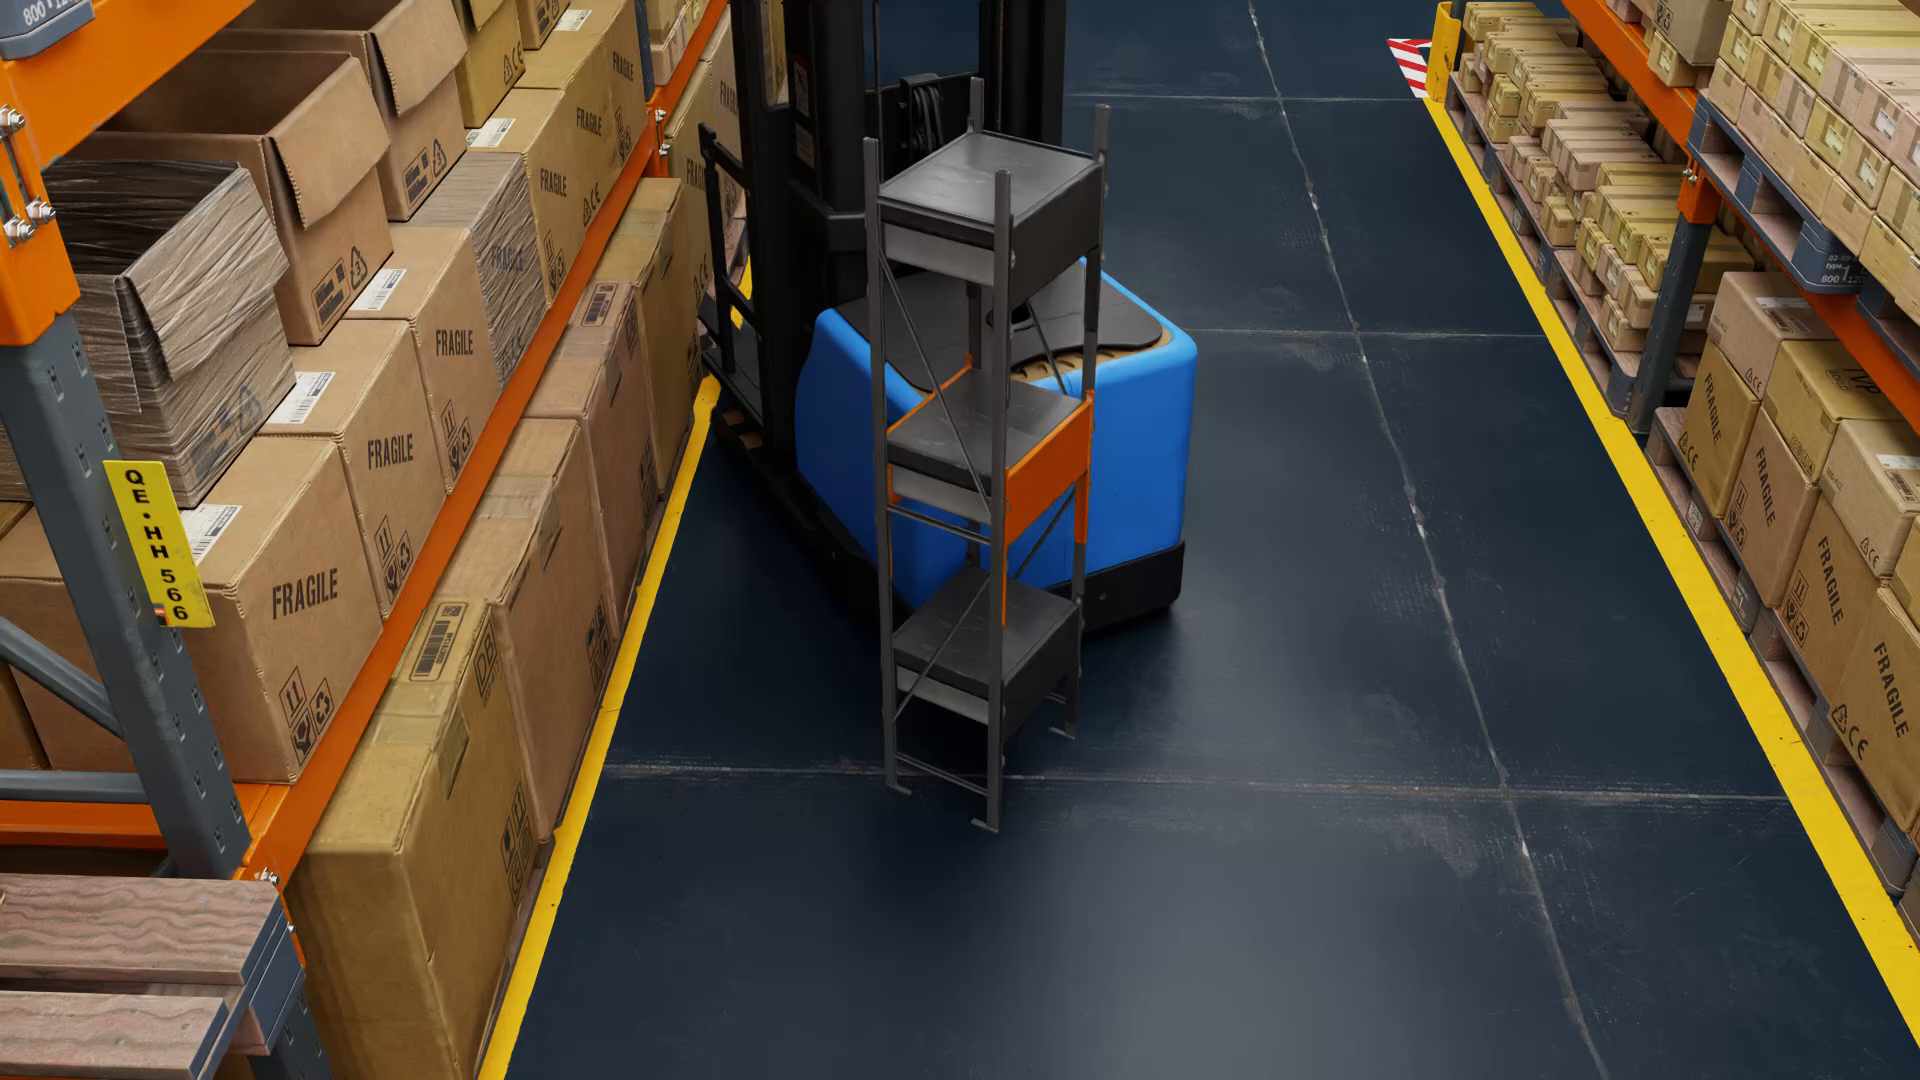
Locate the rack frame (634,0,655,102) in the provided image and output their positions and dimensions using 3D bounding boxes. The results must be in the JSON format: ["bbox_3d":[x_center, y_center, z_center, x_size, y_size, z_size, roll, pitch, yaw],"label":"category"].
[{"bbox_3d":[-1.676,-1.853,6.278,1.000,3.000,0.127,1,35,2],"label":"rack frame"}]

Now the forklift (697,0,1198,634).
[{"bbox_3d":[-0.351,-1.571,5.937,1.130,2.935,3.031,-17,38,-22],"label":"forklift"}]

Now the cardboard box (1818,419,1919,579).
[{"bbox_3d":[2.938,-0.119,4.967,0.500,0.250,0.500,3,35,4],"label":"cardboard box"}]

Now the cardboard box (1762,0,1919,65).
[{"bbox_3d":[2.795,-1.617,5.277,0.380,0.149,0.250,2,35,3],"label":"cardboard box"}]

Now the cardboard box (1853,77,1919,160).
[{"bbox_3d":[2.760,-1.179,4.655,0.380,0.149,0.250,1,35,1],"label":"cardboard box"}]

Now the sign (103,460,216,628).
[{"bbox_3d":[-1.294,0.011,2.687,0.100,0.325,0.005,1,35,2],"label":"sign"}]

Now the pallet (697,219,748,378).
[{"bbox_3d":[-1.568,-1.147,7.699,1.003,0.211,1.213,1,35,2],"label":"pallet"}]

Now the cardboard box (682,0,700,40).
[{"bbox_3d":[-1.312,-2.215,7.011,0.380,0.149,0.250,2,35,3],"label":"cardboard box"}]

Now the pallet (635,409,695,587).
[{"bbox_3d":[-1.632,-0.267,6.446,1.003,0.211,1.213,1,35,2],"label":"pallet"}]

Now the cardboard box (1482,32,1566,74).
[{"bbox_3d":[3.047,-2.631,8.982,0.380,0.149,0.250,1,35,2],"label":"cardboard box"}]

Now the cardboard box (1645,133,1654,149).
[{"bbox_3d":[3.644,-2.052,8.417,0.380,0.149,0.250,3,35,4],"label":"cardboard box"}]

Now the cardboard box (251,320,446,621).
[{"bbox_3d":[-1.527,-0.165,3.789,0.500,0.500,0.500,0,35,1],"label":"cardboard box"}]

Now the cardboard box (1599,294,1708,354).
[{"bbox_3d":[2.951,-0.919,7.063,0.380,0.149,0.250,2,35,2],"label":"cardboard box"}]

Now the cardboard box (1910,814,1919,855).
[{"bbox_3d":[2.905,0.786,4.331,0.500,0.500,0.500,3,35,4],"label":"cardboard box"}]

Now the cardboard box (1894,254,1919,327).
[{"bbox_3d":[2.740,-0.639,4.403,0.380,0.149,0.250,0,35,0],"label":"cardboard box"}]

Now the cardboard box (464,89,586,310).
[{"bbox_3d":[-1.463,-1.034,5.026,0.500,0.500,0.500,1,35,1],"label":"cardboard box"}]

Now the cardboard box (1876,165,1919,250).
[{"bbox_3d":[2.752,-0.901,4.518,0.380,0.149,0.250,1,35,1],"label":"cardboard box"}]

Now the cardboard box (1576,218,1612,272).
[{"bbox_3d":[2.962,-1.306,7.355,0.380,0.149,0.250,0,35,0],"label":"cardboard box"}]

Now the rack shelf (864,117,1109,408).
[{"bbox_3d":[0.071,-0.719,4.253,0.431,0.518,0.480,19,40,25],"label":"rack shelf"}]

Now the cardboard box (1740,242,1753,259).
[{"bbox_3d":[3.530,-1.156,7.141,0.380,0.149,0.250,2,35,2],"label":"cardboard box"}]

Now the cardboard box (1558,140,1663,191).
[{"bbox_3d":[3.010,-1.735,7.707,0.380,0.149,0.250,0,35,0],"label":"cardboard box"}]

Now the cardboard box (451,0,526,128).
[{"bbox_3d":[-1.733,-1.543,4.877,0.797,0.503,0.637,2,35,2],"label":"cardboard box"}]

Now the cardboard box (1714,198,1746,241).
[{"bbox_3d":[3.528,-1.426,7.266,0.380,0.149,0.250,1,35,1],"label":"cardboard box"}]

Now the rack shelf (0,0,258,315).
[{"bbox_3d":[-1.757,-1.637,3.987,1.077,0.370,4.000,1,35,2],"label":"rack shelf"}]

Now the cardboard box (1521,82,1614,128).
[{"bbox_3d":[3.043,-2.177,8.336,0.380,0.149,0.250,2,35,3],"label":"cardboard box"}]

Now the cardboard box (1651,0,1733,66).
[{"bbox_3d":[3.013,-2.127,6.322,0.500,0.500,0.500,1,35,2],"label":"cardboard box"}]

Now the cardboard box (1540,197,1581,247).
[{"bbox_3d":[2.992,-1.513,7.909,0.380,0.149,0.250,1,35,2],"label":"cardboard box"}]

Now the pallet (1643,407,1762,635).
[{"bbox_3d":[3.246,-0.092,6.197,1.003,0.211,1.213,1,35,2],"label":"pallet"}]

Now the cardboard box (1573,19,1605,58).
[{"bbox_3d":[3.601,-2.774,9.185,0.380,0.149,0.250,2,35,3],"label":"cardboard box"}]

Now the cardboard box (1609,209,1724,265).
[{"bbox_3d":[3.000,-1.287,7.070,0.380,0.149,0.250,2,35,2],"label":"cardboard box"}]

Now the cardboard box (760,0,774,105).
[{"bbox_3d":[-1.498,-2.561,8.768,0.875,0.875,0.875,1,35,2],"label":"cardboard box"}]

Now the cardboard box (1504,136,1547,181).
[{"bbox_3d":[3.032,-1.961,8.545,0.380,0.149,0.250,0,35,0],"label":"cardboard box"}]

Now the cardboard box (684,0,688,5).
[{"bbox_3d":[-1.371,-2.463,7.017,0.500,0.250,0.500,1,35,2],"label":"cardboard box"}]

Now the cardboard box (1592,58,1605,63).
[{"bbox_3d":[3.636,-2.647,9.263,0.380,0.149,0.250,1,35,1],"label":"cardboard box"}]

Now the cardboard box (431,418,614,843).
[{"bbox_3d":[-1.745,0.235,4.790,1.225,0.875,0.875,1,35,2],"label":"cardboard box"}]

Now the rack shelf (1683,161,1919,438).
[{"bbox_3d":[3.195,-0.237,4.604,1.077,0.370,4.000,1,35,2],"label":"rack shelf"}]

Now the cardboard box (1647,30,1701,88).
[{"bbox_3d":[2.955,-1.897,6.560,0.380,0.149,0.250,0,35,1],"label":"cardboard box"}]

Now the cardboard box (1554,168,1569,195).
[{"bbox_3d":[3.092,-1.748,7.984,0.380,0.149,0.250,0,35,0],"label":"cardboard box"}]

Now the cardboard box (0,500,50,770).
[{"bbox_3d":[-2.065,0.115,3.391,0.500,0.500,0.500,2,35,3],"label":"cardboard box"}]

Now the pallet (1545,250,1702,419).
[{"bbox_3d":[3.267,-0.926,7.384,1.003,0.211,1.213,1,35,2],"label":"pallet"}]

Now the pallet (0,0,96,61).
[{"bbox_3d":[-1.864,-1.076,2.728,1.213,0.211,1.003,3,35,4],"label":"pallet"}]

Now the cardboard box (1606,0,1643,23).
[{"bbox_3d":[3.041,-2.354,7.209,0.380,0.149,0.250,0,35,0],"label":"cardboard box"}]

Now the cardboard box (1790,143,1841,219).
[{"bbox_3d":[2.770,-1.086,5.040,0.380,0.149,0.250,2,35,2],"label":"cardboard box"}]

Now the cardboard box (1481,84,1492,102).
[{"bbox_3d":[3.167,-2.538,9.367,0.380,0.149,0.250,1,35,2],"label":"cardboard box"}]

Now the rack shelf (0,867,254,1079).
[{"bbox_3d":[-1.917,1.889,1.580,1.077,0.370,4.000,1,35,2],"label":"rack shelf"}]

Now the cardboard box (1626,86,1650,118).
[{"bbox_3d":[3.567,-2.171,8.327,0.380,0.149,0.250,0,35,0],"label":"cardboard box"}]

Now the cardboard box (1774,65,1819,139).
[{"bbox_3d":[2.782,-1.358,5.168,0.380,0.149,0.250,2,35,3],"label":"cardboard box"}]

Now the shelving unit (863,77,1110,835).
[{"bbox_3d":[0.071,-0.158,4.648,0.431,2.100,0.503,19,40,25],"label":"shelving unit"}]

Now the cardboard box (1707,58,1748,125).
[{"bbox_3d":[2.800,-1.534,5.677,0.380,0.149,0.250,0,35,0],"label":"cardboard box"}]

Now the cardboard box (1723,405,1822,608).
[{"bbox_3d":[2.961,-0.107,5.602,0.500,0.500,0.500,3,35,4],"label":"cardboard box"}]

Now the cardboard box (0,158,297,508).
[{"bbox_3d":[-1.791,-0.426,3.288,0.797,0.503,0.637,2,35,3],"label":"cardboard box"}]

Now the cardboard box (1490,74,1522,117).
[{"bbox_3d":[3.051,-2.367,8.864,0.380,0.149,0.250,2,35,3],"label":"cardboard box"}]
